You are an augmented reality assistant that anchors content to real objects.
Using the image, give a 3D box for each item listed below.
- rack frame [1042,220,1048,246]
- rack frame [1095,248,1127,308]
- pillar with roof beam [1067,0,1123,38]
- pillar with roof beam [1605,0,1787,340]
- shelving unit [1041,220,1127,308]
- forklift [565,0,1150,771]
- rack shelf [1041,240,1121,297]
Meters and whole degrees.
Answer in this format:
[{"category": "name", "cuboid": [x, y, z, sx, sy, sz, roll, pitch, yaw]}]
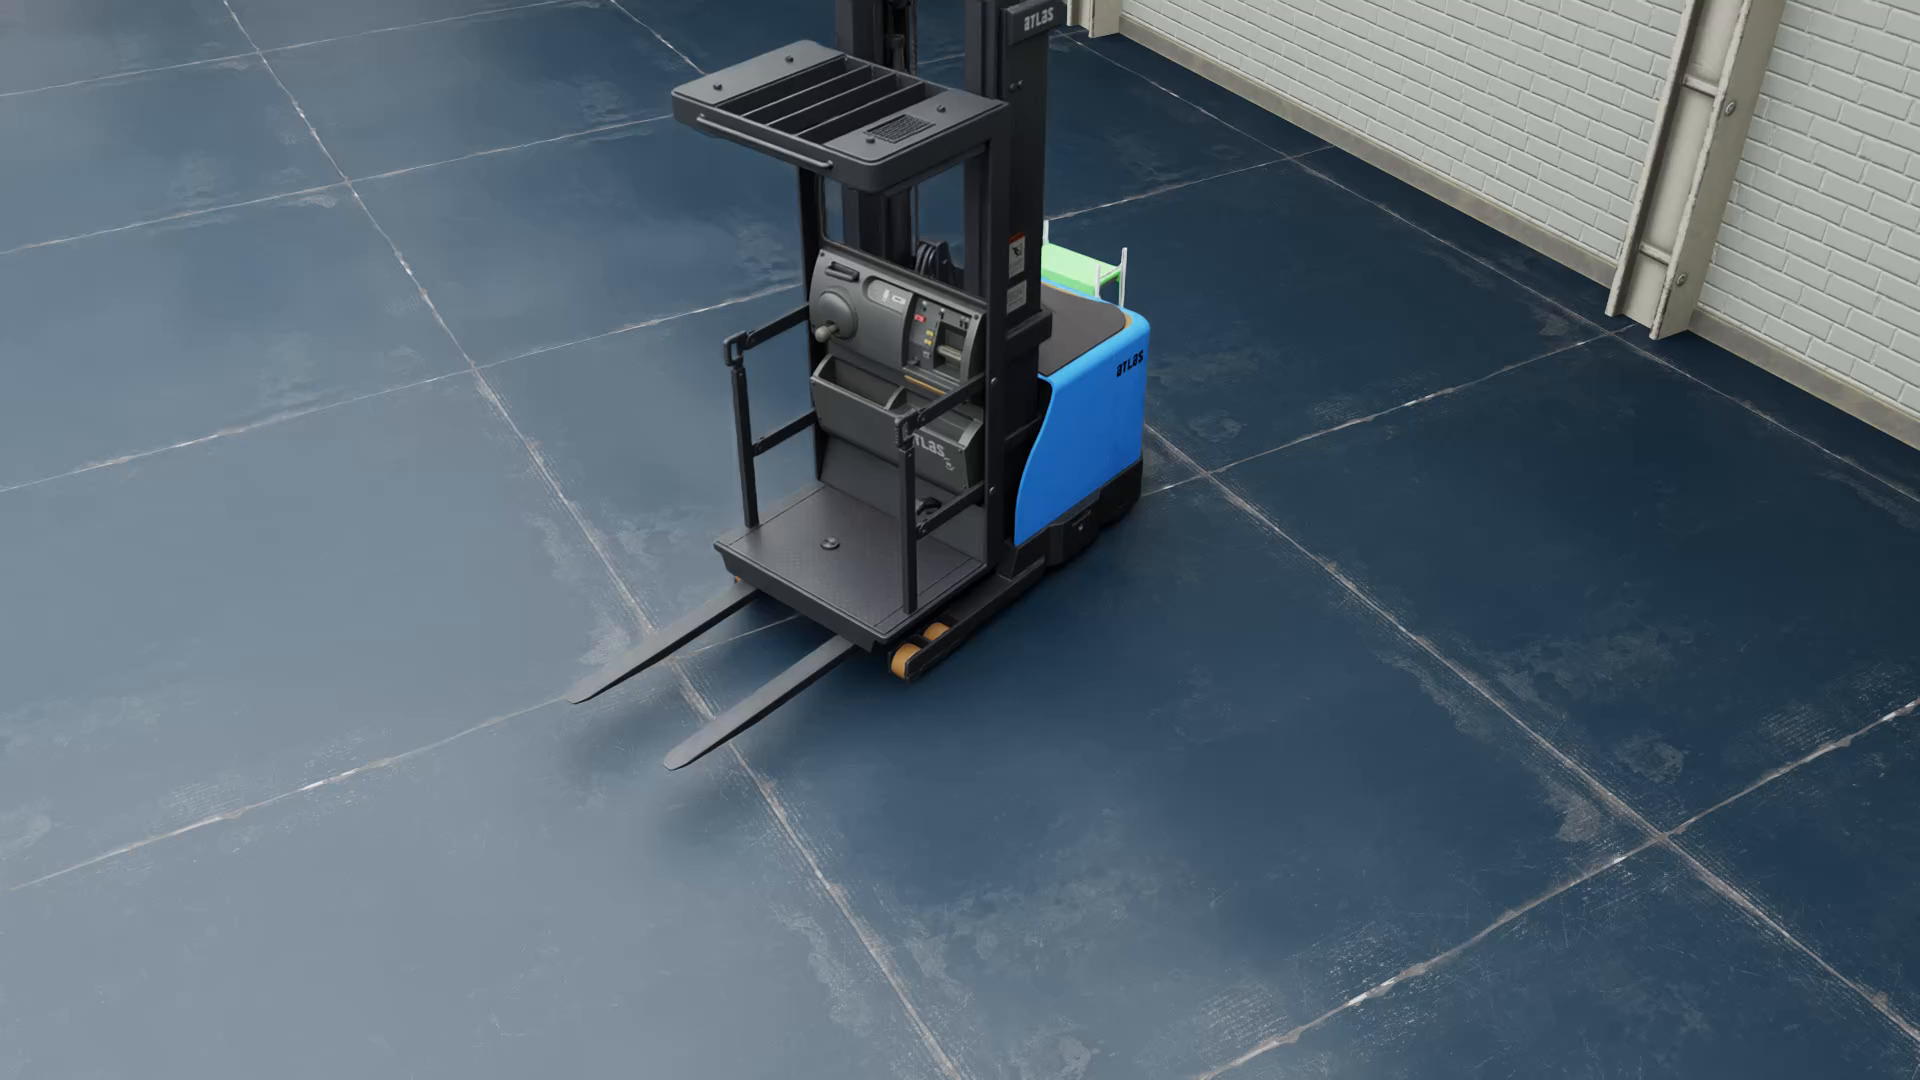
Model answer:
[{"category": "rack frame", "cuboid": [0.366, -1.083, 8.716, 0.015, 1.200, 0.240, 26, 44, 31]}, {"category": "rack frame", "cuboid": [0.740, -0.898, 8.463, 0.015, 1.200, 0.240, 26, 44, 31]}, {"category": "pillar with roof beam", "cuboid": [-2.573, -6.749, 9.861, 9.100, 9.000, 0.400, -19, 40, -24]}, {"category": "pillar with roof beam", "cuboid": [0.441, -3.689, 5.671, 9.100, 9.000, 0.400, -19, 40, -24]}, {"category": "shelving unit", "cuboid": [0.553, -0.991, 8.589, 0.503, 1.200, 0.258, 26, 44, 31]}, {"category": "forklift", "cuboid": [-0.420, -0.893, 6.988, 1.130, 2.935, 3.031, 27, 44, 32]}, {"category": "rack shelf", "cuboid": [0.553, -1.327, 8.344, 0.480, 0.148, 0.258, 26, 44, 31]}]
